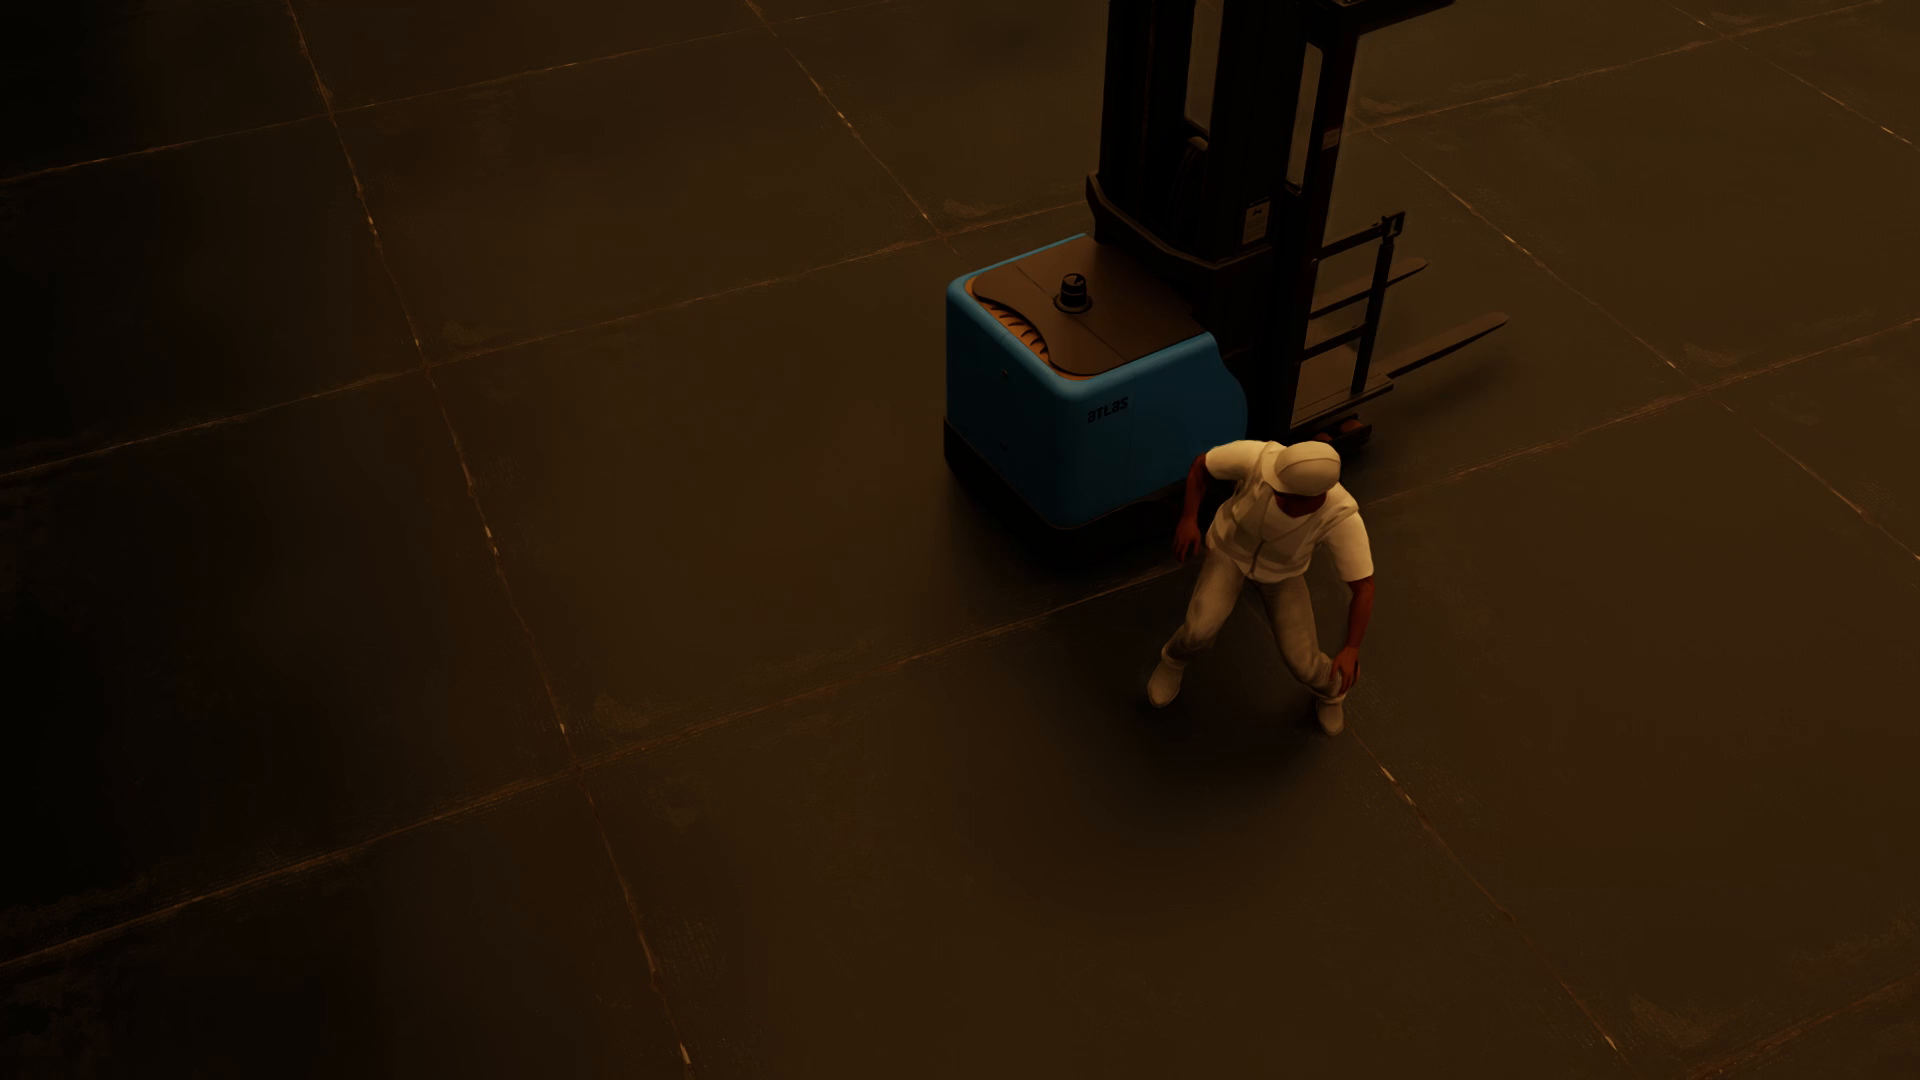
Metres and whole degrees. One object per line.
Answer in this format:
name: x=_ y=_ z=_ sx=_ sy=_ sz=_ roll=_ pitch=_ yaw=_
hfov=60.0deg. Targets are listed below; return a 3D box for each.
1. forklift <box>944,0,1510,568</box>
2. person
forklift: x=1.441 y=-1.718 z=7.521 sx=3.031 sy=2.935 sz=1.130 roll=-23 pitch=48 yaw=-23
person: x=1.225 y=0.166 z=6.588 sx=0.836 sy=1.527 sz=0.682 roll=12 pitch=44 yaw=12
